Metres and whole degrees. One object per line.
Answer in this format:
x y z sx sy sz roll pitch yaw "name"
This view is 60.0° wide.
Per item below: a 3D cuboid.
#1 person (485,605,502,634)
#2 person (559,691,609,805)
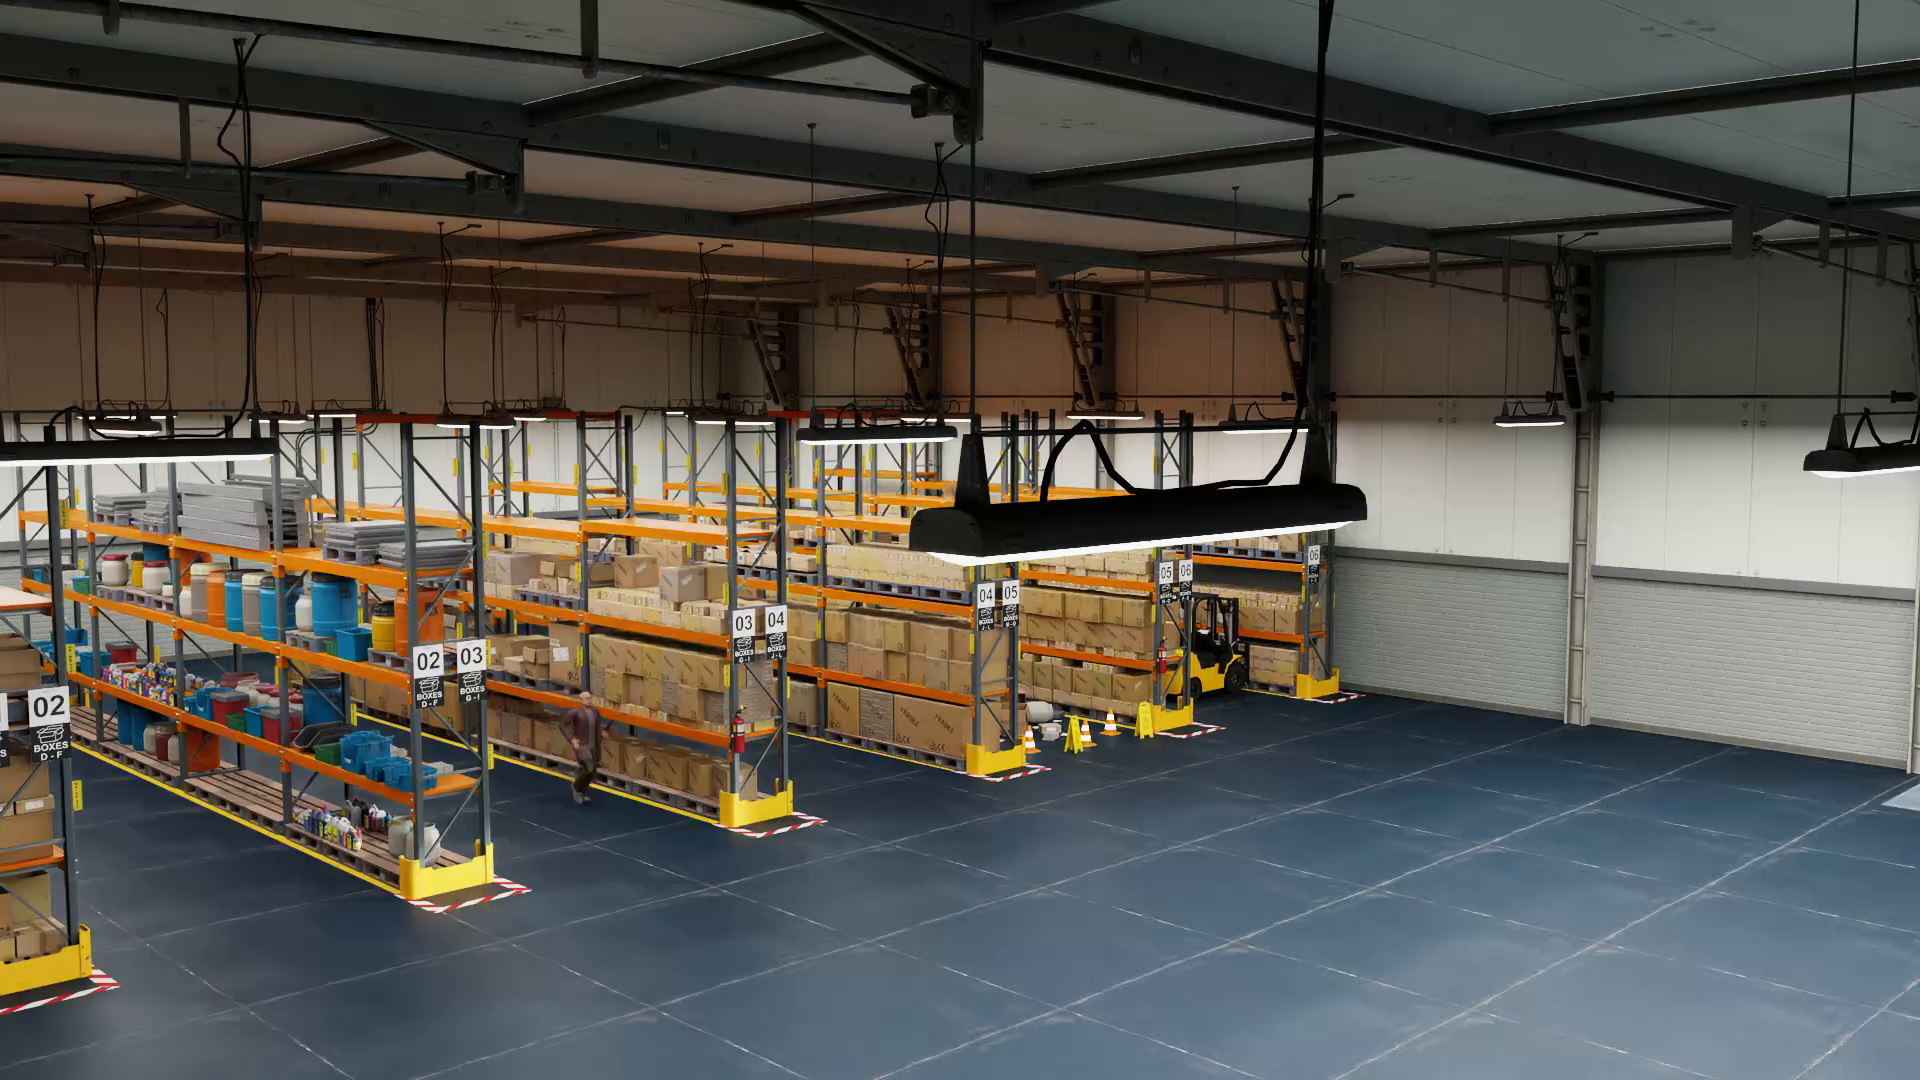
-11.293 1.951 40.156 0.648 1.709 0.942 4 6 40 "person"
-5.769 3.219 25.736 0.696 1.751 0.680 4 6 37 "person"
